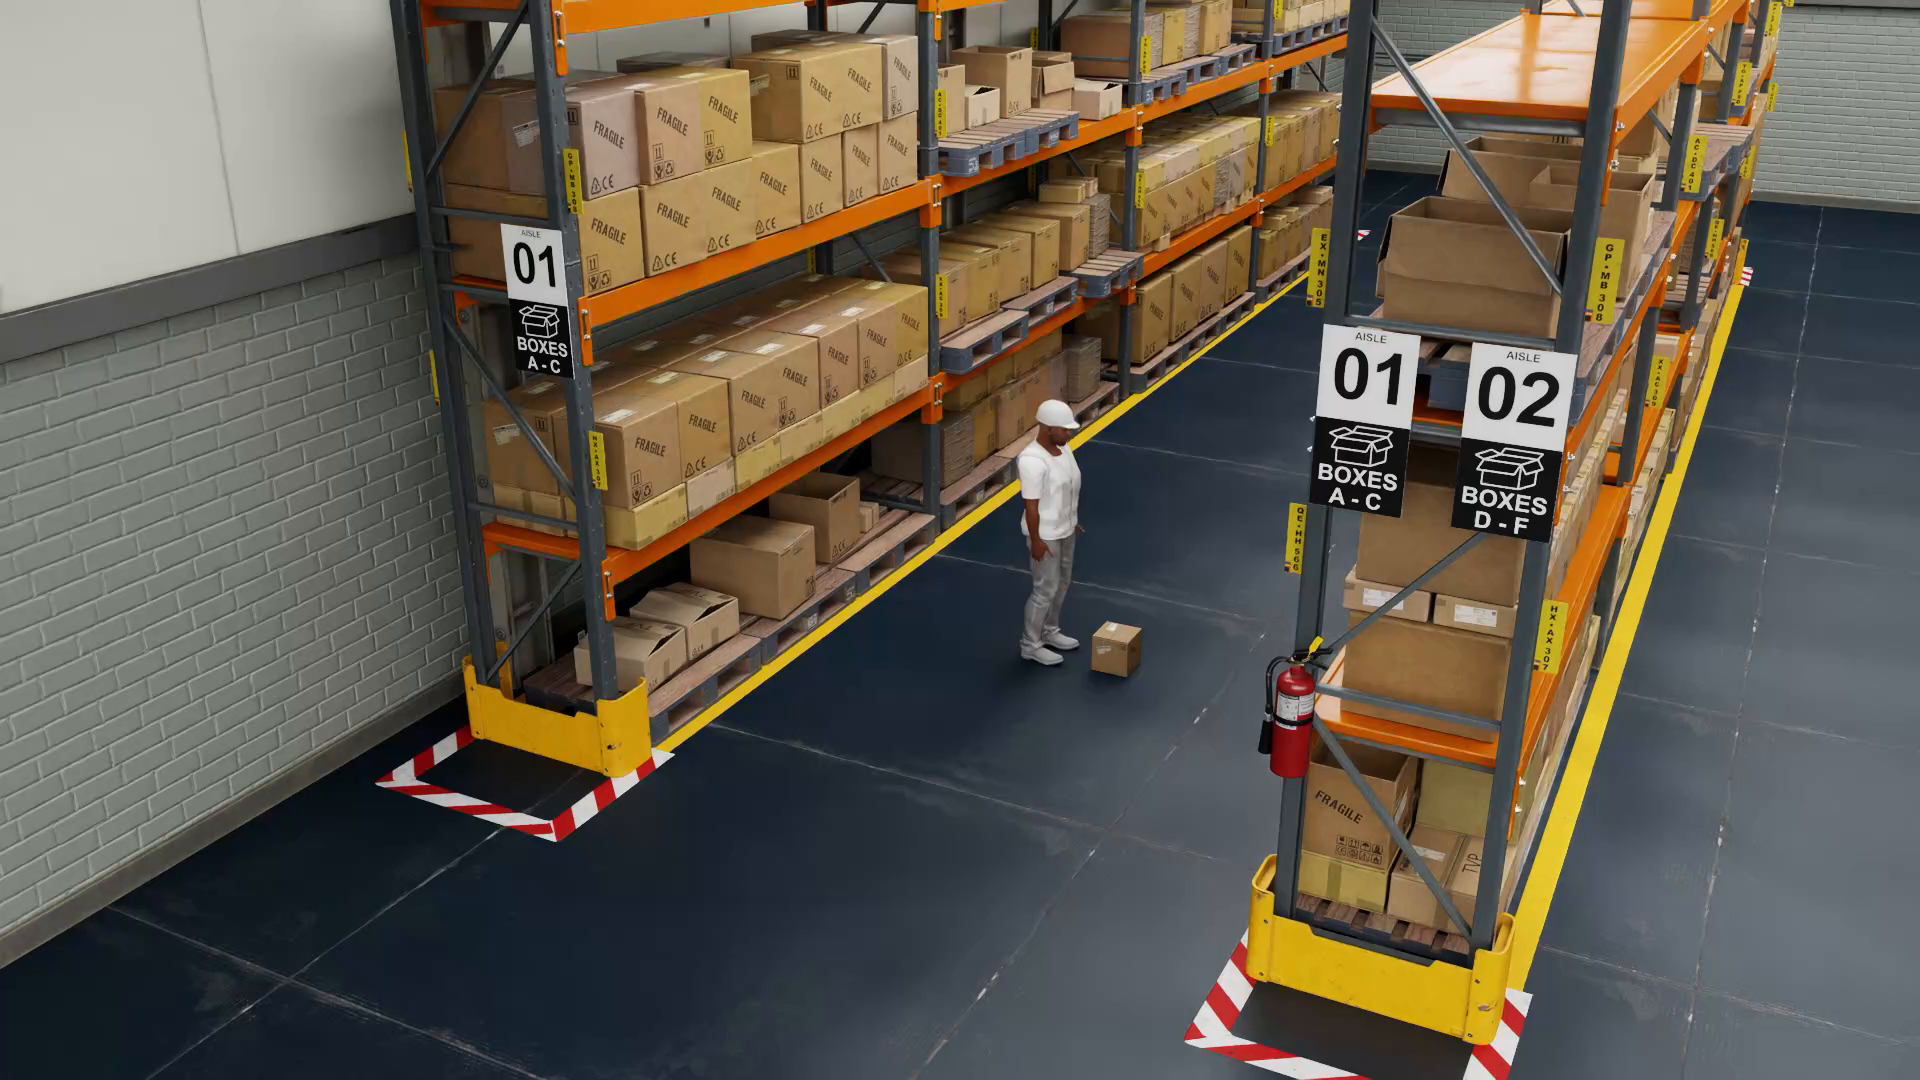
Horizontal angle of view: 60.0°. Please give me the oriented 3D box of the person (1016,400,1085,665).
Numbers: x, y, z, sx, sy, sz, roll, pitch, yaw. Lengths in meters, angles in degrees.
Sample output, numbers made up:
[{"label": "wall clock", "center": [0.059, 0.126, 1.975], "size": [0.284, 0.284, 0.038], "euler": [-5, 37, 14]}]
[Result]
[{"label": "person", "center": [0.594, -0.070, 10.892], "size": [0.362, 1.760, 0.566], "euler": [12, 25, 26]}]
